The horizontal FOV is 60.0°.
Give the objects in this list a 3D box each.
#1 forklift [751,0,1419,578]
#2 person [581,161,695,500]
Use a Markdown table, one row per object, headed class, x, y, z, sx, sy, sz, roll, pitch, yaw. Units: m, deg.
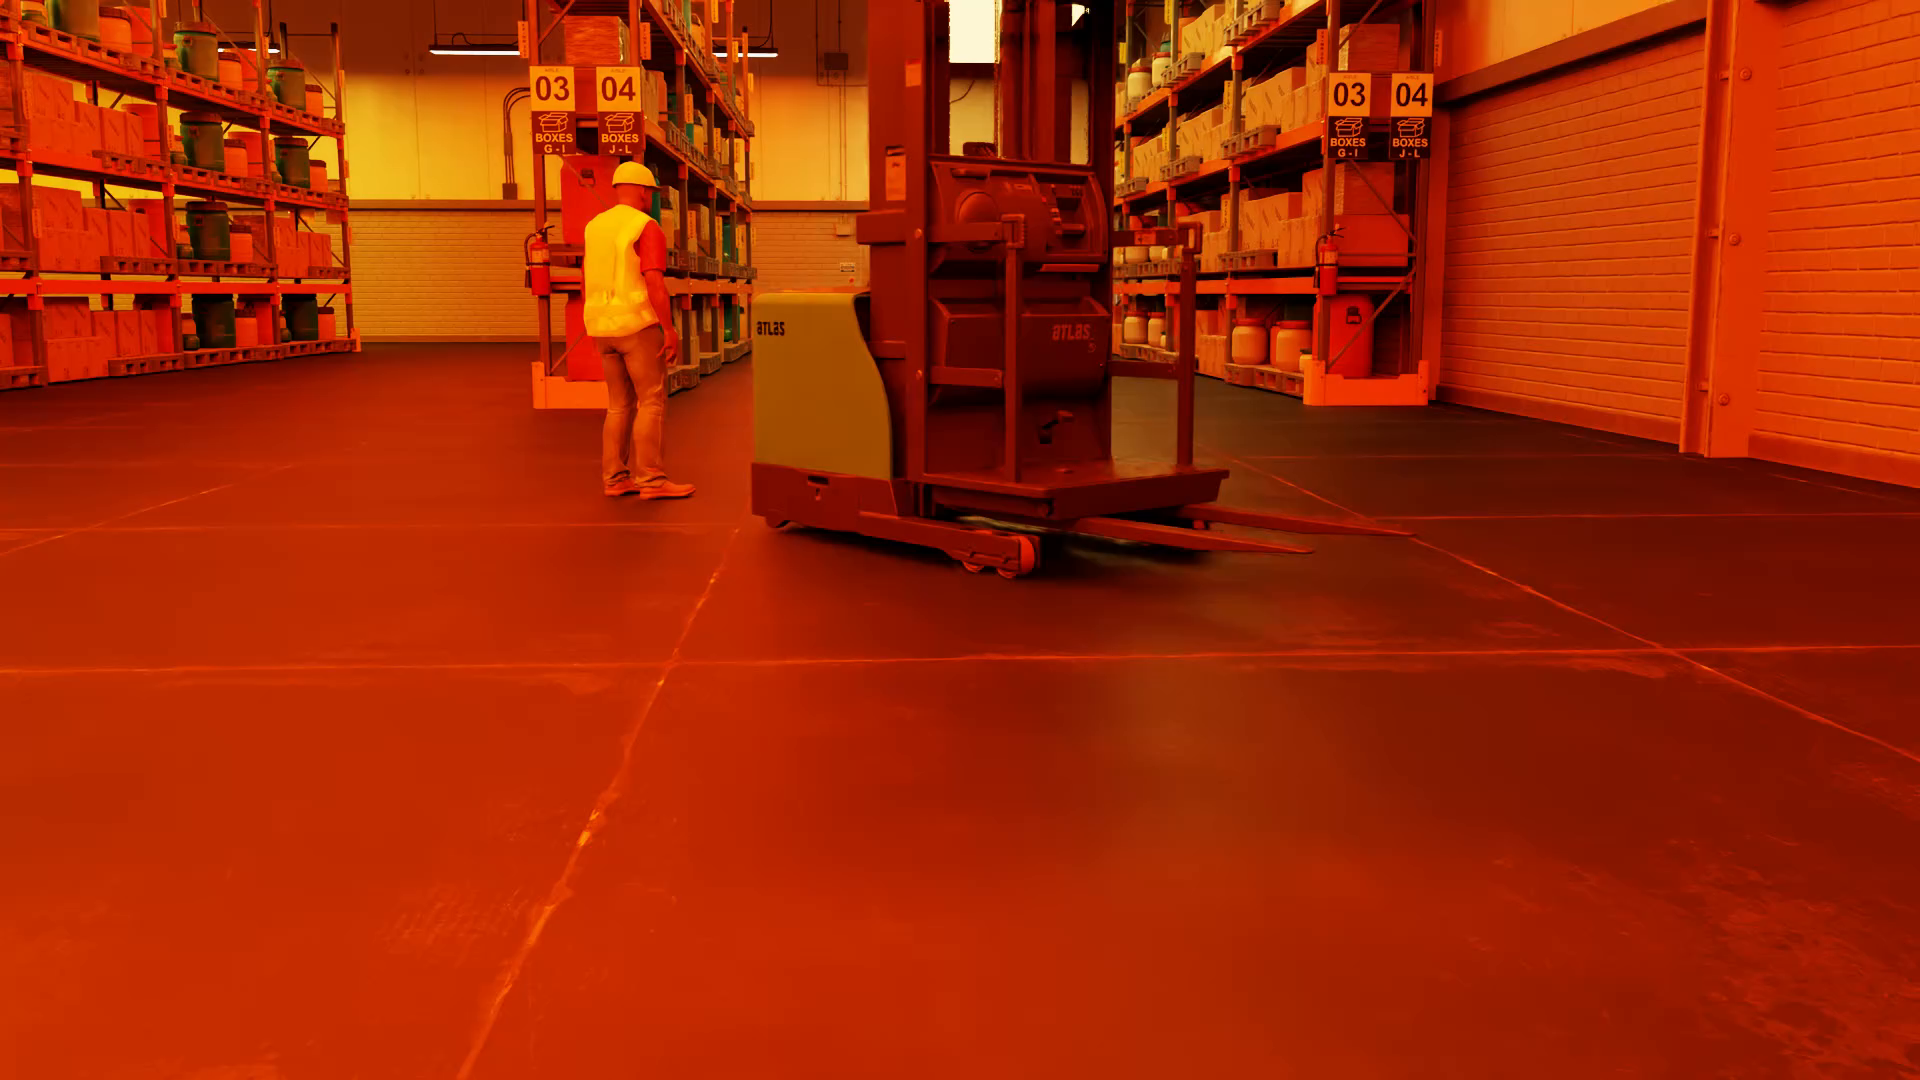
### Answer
| class | x | y | z | sx | sy | sz | roll | pitch | yaw |
| --- | --- | --- | --- | --- | --- | --- | --- | --- | --- |
| forklift | 0.395 | -1.387 | 6.675 | 1.130 | 2.935 | 3.031 | -7 | 11 | -41 |
| person | -1.733 | -1.109 | 8.801 | 0.629 | 1.759 | 0.460 | 7 | 11 | 38 |
